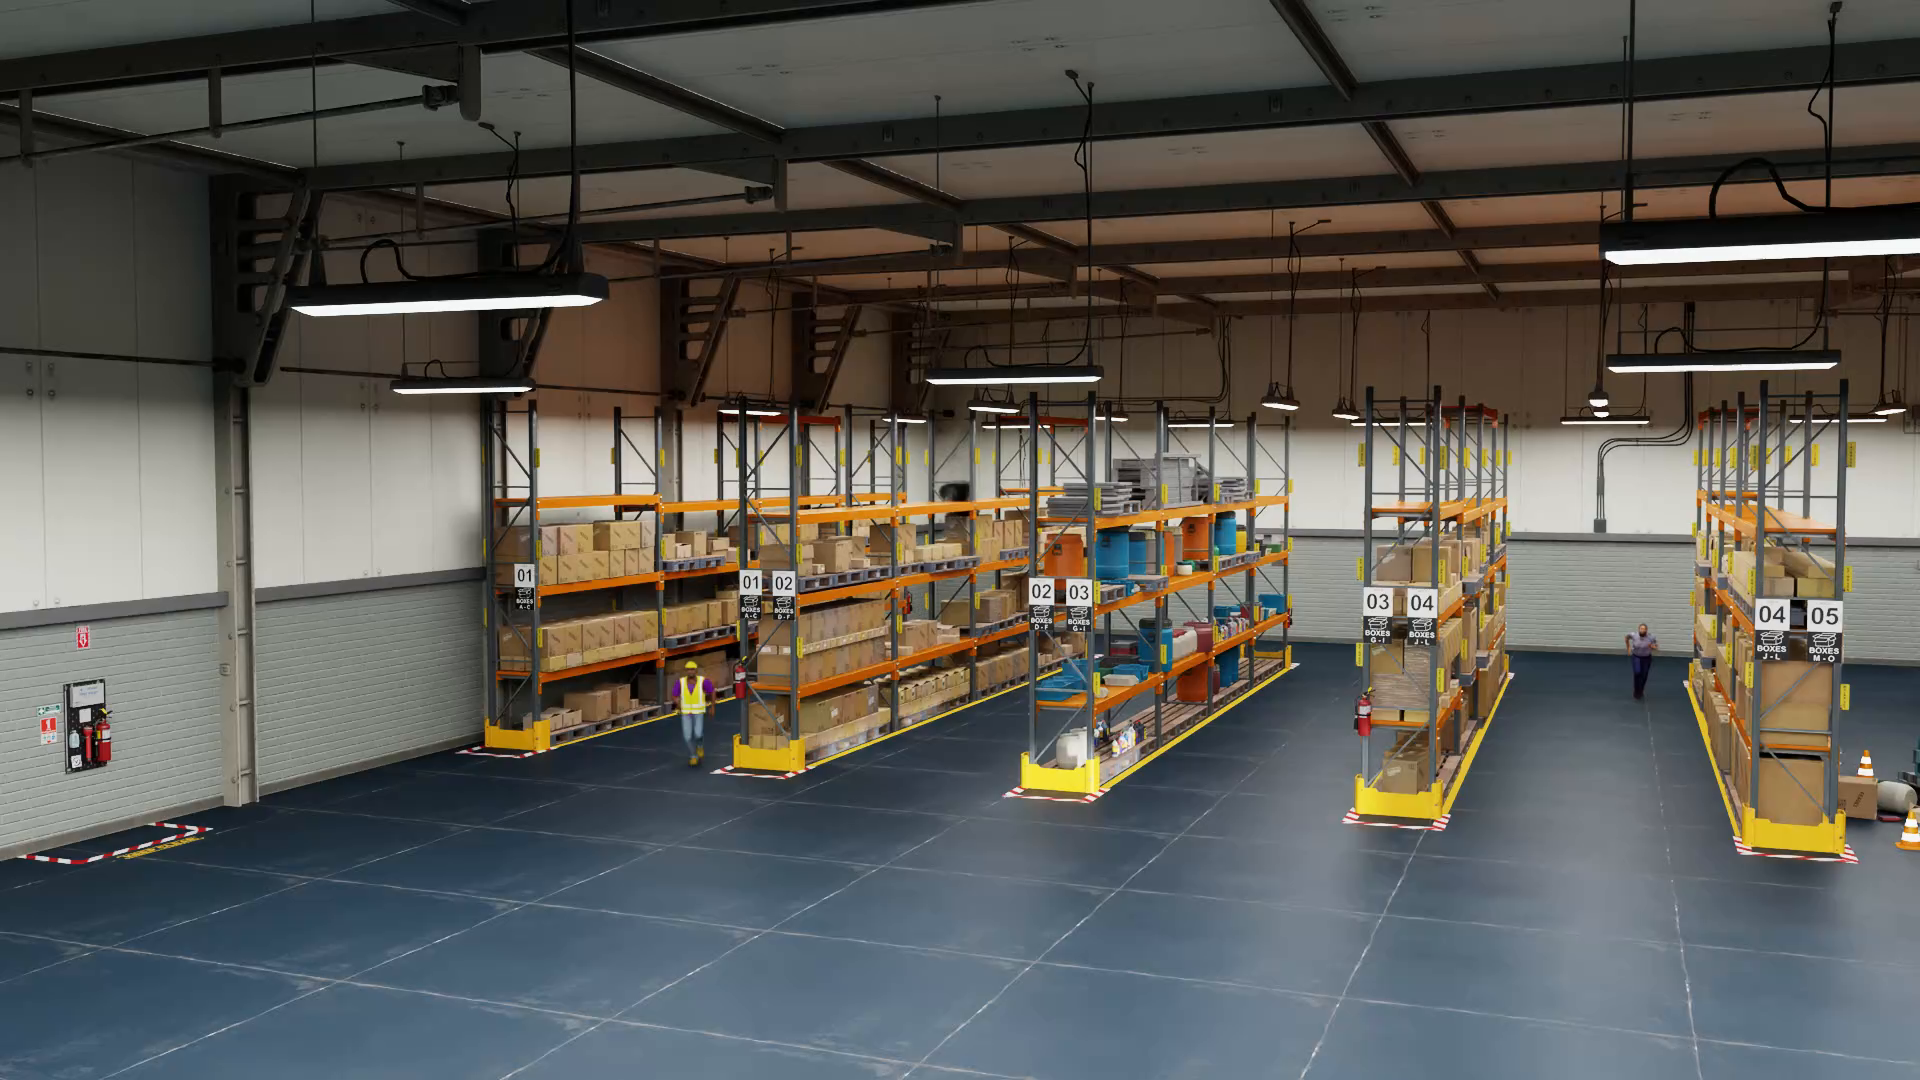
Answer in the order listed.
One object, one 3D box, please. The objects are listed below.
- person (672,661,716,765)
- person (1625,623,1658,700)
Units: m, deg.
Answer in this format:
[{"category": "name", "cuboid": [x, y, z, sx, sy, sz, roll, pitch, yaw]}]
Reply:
[{"category": "person", "cuboid": [-4.341, 2.818, 27.026, 0.702, 1.709, 0.616, 0, 3, -1]}, {"category": "person", "cuboid": [14.091, 2.500, 34.405, 0.596, 1.592, 0.879, 1, 3, 13]}]
